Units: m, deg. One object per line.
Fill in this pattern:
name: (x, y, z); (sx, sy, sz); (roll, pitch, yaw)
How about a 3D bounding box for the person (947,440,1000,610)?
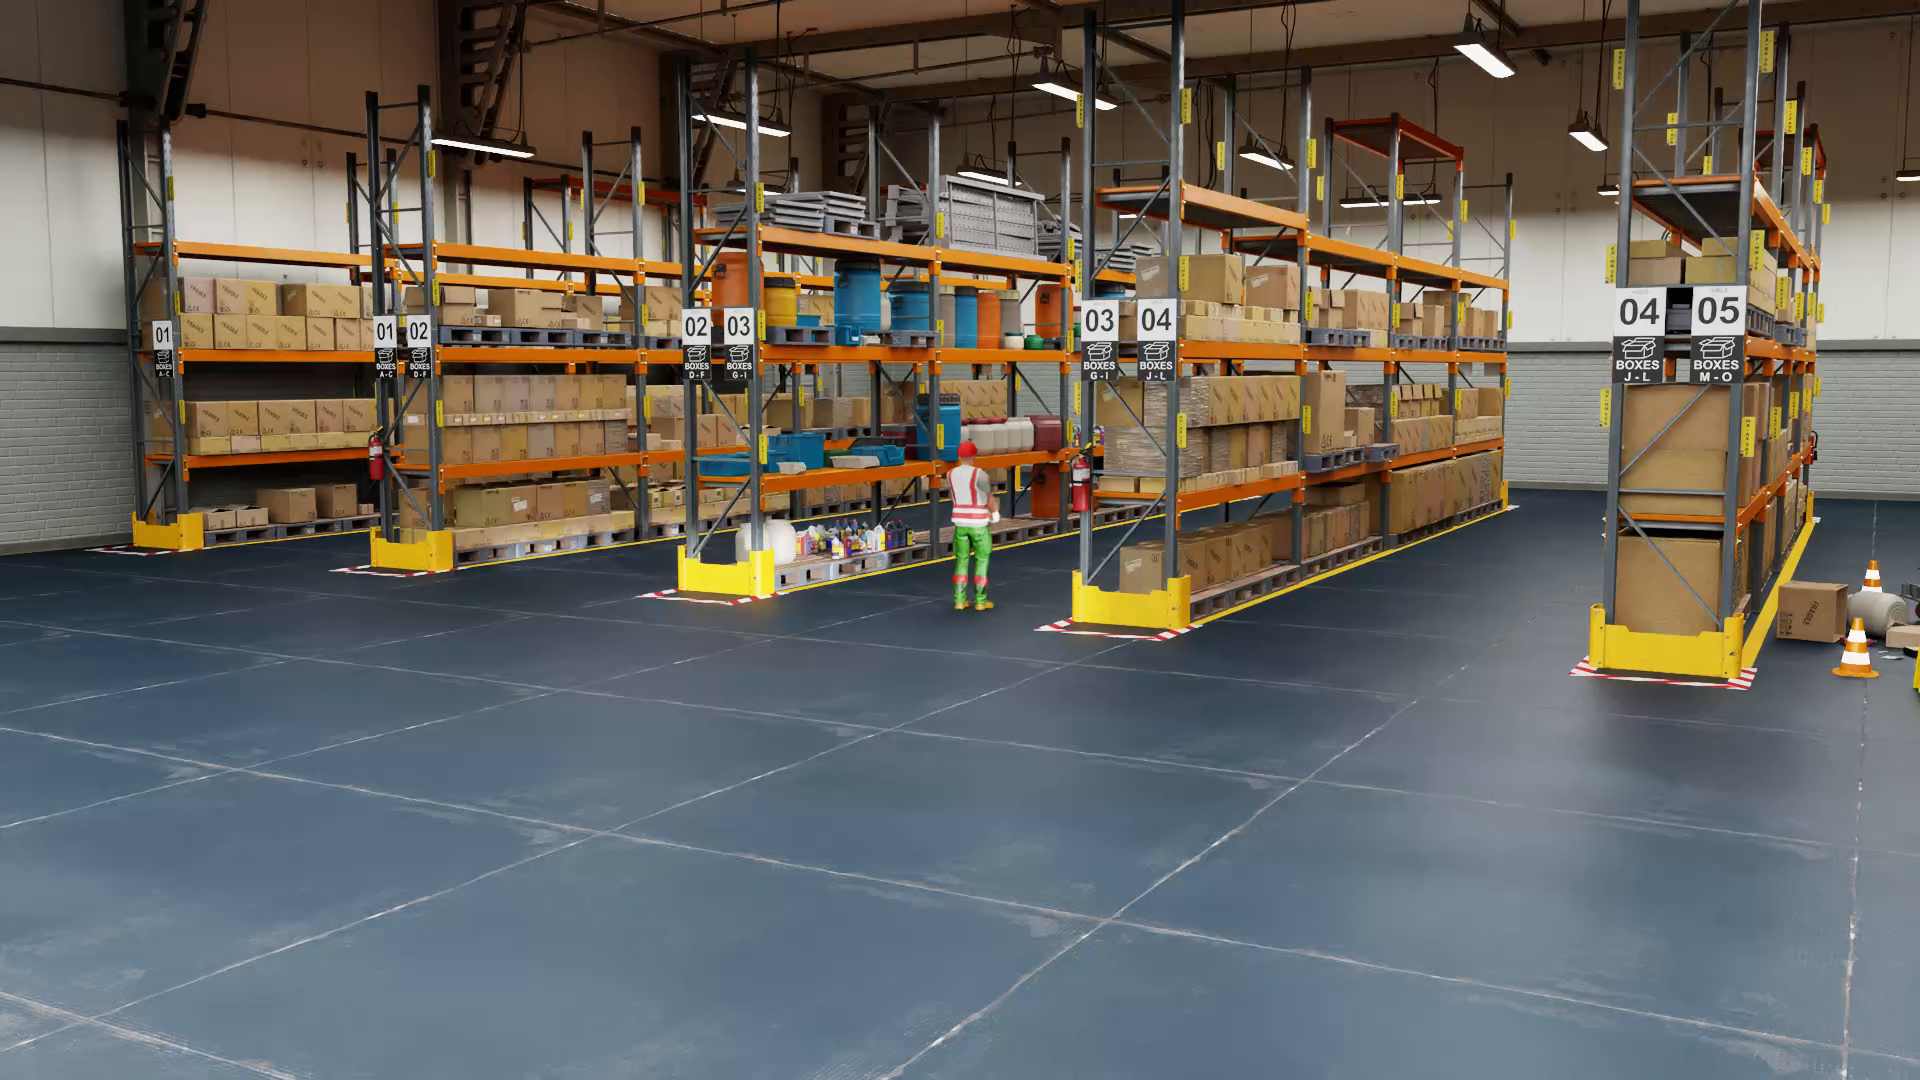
person: (0.153, -0.167, 17.602); (0.494, 1.784, 0.554); (3, 7, 29)
